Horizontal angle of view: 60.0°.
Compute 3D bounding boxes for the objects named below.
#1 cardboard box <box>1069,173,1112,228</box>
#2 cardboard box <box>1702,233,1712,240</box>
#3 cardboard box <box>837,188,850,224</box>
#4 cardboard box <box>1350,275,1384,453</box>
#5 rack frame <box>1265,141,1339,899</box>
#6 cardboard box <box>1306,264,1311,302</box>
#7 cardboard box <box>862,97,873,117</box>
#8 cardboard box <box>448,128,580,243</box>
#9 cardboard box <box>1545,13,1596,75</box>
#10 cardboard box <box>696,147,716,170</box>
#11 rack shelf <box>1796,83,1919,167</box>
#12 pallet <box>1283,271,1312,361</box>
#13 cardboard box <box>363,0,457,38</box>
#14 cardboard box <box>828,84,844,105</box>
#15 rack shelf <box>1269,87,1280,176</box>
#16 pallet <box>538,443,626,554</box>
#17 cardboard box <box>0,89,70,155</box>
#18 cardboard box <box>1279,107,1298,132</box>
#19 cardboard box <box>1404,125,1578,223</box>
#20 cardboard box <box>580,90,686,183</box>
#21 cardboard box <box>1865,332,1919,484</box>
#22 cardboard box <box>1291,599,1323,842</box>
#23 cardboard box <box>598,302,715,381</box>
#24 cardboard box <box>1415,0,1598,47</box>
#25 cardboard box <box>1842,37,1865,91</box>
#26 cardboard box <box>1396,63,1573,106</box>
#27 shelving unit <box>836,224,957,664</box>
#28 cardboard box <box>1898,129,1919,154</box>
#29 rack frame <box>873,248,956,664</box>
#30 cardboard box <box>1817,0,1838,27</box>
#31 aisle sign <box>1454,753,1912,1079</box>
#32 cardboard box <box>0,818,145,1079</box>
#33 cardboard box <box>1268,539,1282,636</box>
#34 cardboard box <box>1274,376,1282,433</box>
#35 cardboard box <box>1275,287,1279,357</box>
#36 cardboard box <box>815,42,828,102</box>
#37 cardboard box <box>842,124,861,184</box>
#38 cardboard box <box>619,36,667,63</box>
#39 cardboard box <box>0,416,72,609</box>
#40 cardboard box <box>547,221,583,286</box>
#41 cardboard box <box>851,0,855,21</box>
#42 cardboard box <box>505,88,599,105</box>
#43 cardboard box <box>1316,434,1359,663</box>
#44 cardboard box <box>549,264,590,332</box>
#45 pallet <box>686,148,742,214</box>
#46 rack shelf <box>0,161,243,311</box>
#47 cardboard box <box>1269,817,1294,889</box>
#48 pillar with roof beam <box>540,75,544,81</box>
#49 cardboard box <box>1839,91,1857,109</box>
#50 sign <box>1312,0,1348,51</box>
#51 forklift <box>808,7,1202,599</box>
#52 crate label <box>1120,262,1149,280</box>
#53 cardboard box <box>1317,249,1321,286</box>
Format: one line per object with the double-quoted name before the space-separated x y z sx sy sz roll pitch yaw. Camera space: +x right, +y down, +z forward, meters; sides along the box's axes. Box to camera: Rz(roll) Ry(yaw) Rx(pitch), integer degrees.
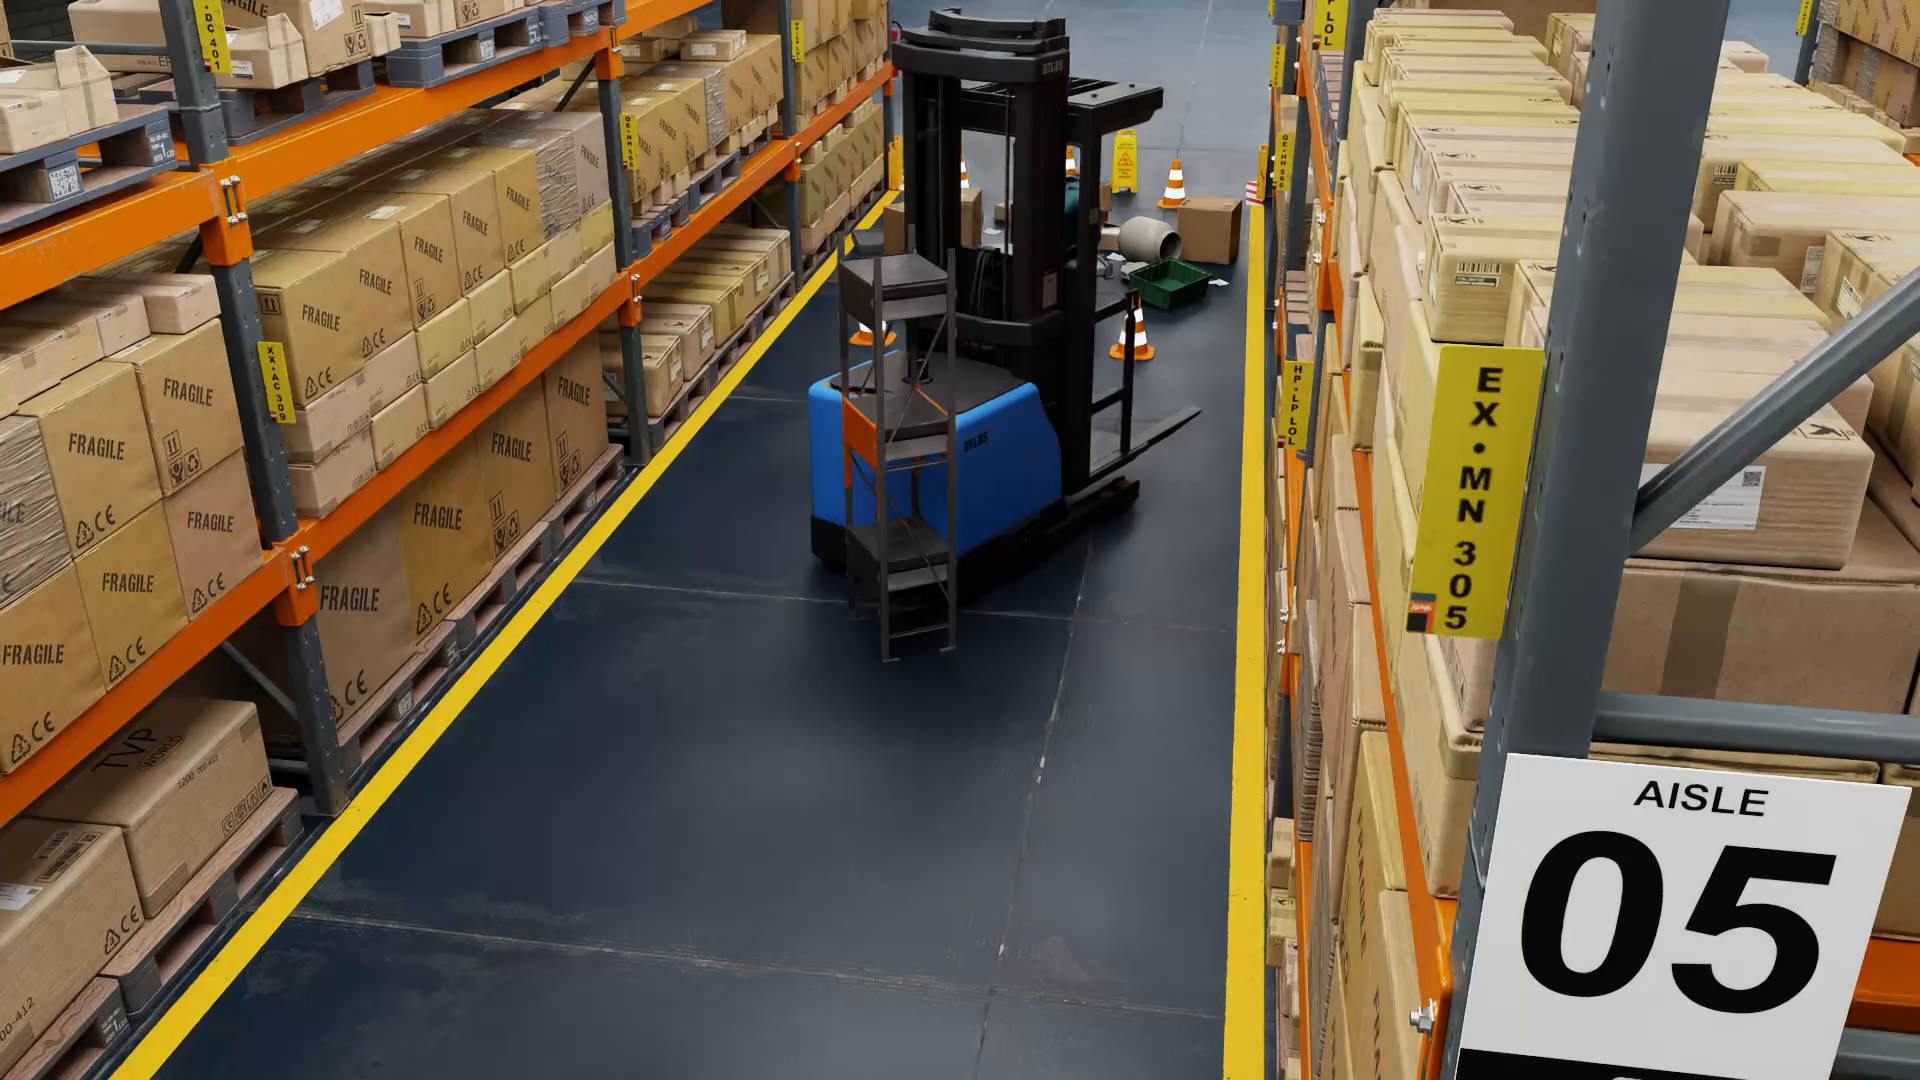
"cardboard box" 1.001 -3.190 15.972 0.797 0.503 0.637 -14 29 -27
"cardboard box" 1.663 -0.562 3.460 0.500 0.250 0.500 3 25 7
"cardboard box" -1.341 -3.177 15.747 0.500 0.250 0.500 4 25 8
"cardboard box" 1.127 -0.382 3.666 0.500 0.250 0.500 5 26 11
"rack frame" 1.729 0.089 6.022 1.000 3.000 0.127 4 25 9
"cardboard box" 2.066 -1.375 8.951 0.380 0.149 0.250 5 26 11
"cardboard box" -1.077 -4.298 16.492 0.380 0.149 0.250 5 26 10
"cardboard box" -2.419 -1.934 9.045 0.500 0.500 0.500 4 25 9
"cardboard box" 1.948 -1.459 4.908 0.380 0.149 0.250 3 25 6
"cardboard box" -1.969 -2.757 11.903 0.380 0.149 0.250 5 26 10
"rack shelf" 8.240 -3.382 14.286 1.077 0.370 4.000 4 25 9
"pallet" 2.371 -1.192 8.984 1.213 0.211 1.003 4 25 9
"cardboard box" -2.527 -2.440 7.549 0.396 0.266 0.258 6 26 13
"cardboard box" -1.277 -4.088 15.242 0.380 0.149 0.250 4 25 9
"rack shelf" 3.363 -3.768 15.110 1.077 0.370 4.000 4 25 9
"pallet" -2.721 -0.298 10.137 1.003 0.211 1.213 4 25 9
"cardboard box" -3.003 -1.292 5.118 0.380 0.149 0.250 5 25 10
"cardboard box" 2.603 -2.890 12.268 0.500 0.500 0.500 4 25 9
"cardboard box" 1.113 -0.737 3.366 0.380 0.149 0.250 3 25 7
"cardboard box" -2.137 -2.646 10.900 0.500 0.500 0.500 5 26 11
"cardboard box" 1.412 -0.161 2.134 0.380 0.149 0.250 5 26 11
"cardboard box" 1.208 0.514 4.645 0.500 0.500 0.500 3 25 7
"cardboard box" -2.302 -1.430 11.871 0.950 0.372 0.625 4 25 8
"cardboard box" 1.899 -1.656 5.598 0.700 0.500 0.500 4 25 9
"cardboard box" 8.487 -4.279 14.884 0.875 0.500 0.500 4 25 9
"cardboard box" 1.270 -1.069 4.073 0.380 0.149 0.250 3 25 7
"shelving unit" -0.305 -0.455 8.245 0.431 2.100 0.503 -10 27 -21
"cardboard box" 7.740 -3.184 13.311 0.380 0.149 0.250 4 25 9
"rack frame" -0.208 -0.360 8.043 0.400 2.100 0.015 -10 27 -21
"cardboard box" 8.208 -4.966 15.173 0.500 0.500 0.500 4 25 9
"aisle sign" 0.767 0.594 1.876 0.394 0.787 0.004 4 25 9
"cardboard box" -3.525 1.388 5.774 0.875 0.438 0.875 3 25 7
"cardboard box" 1.774 0.275 8.078 0.500 0.500 0.500 3 25 7
"cardboard box" 2.031 -0.710 9.298 0.500 0.250 0.500 3 25 6
"cardboard box" 2.862 -1.759 12.129 1.050 0.750 0.750 4 25 9
"cardboard box" -1.458 -4.114 14.532 0.500 0.500 0.500 4 25 8
"cardboard box" -1.255 -3.733 16.051 0.500 0.500 0.500 3 25 7
"cardboard box" -2.365 -3.588 12.148 0.380 0.149 0.250 5 26 11
"cardboard box" -3.141 -0.068 5.061 0.500 0.500 0.500 4 25 9
"cardboard box" -2.426 -1.609 9.236 0.500 0.250 0.500 3 25 7
"cardboard box" -1.368 -5.004 15.255 0.700 0.500 0.500 4 25 8
"cardboard box" -2.644 -2.682 10.976 0.500 0.500 0.500 4 25 8
"cardboard box" 1.232 0.054 4.448 0.500 0.500 0.500 4 25 9
"cardboard box" -2.412 -1.373 9.321 0.500 0.250 0.500 4 25 9
"pallet" -2.234 -2.629 12.054 1.003 0.211 1.213 4 25 9
"rack shelf" -3.498 -0.408 4.394 1.077 0.370 4.000 4 25 9
"cardboard box" 1.354 1.184 6.198 0.380 0.149 0.250 5 26 11
"pillar with roof beam" -1.883 -10.273 21.082 9.100 9.000 0.400 4 25 9
"cardboard box" 8.101 -3.911 14.863 0.380 0.149 0.250 4 25 9
"sign" 1.181 -1.719 5.272 0.100 0.325 0.005 4 25 9
"forklift" 0.443 -1.574 9.655 1.130 2.935 3.031 18 30 33
"crate label" 1.565 -2.351 14.612 0.298 0.136 0.250 -14 29 -27
"cardboard box" 1.944 -1.311 8.113 0.380 0.149 0.250 5 26 11
